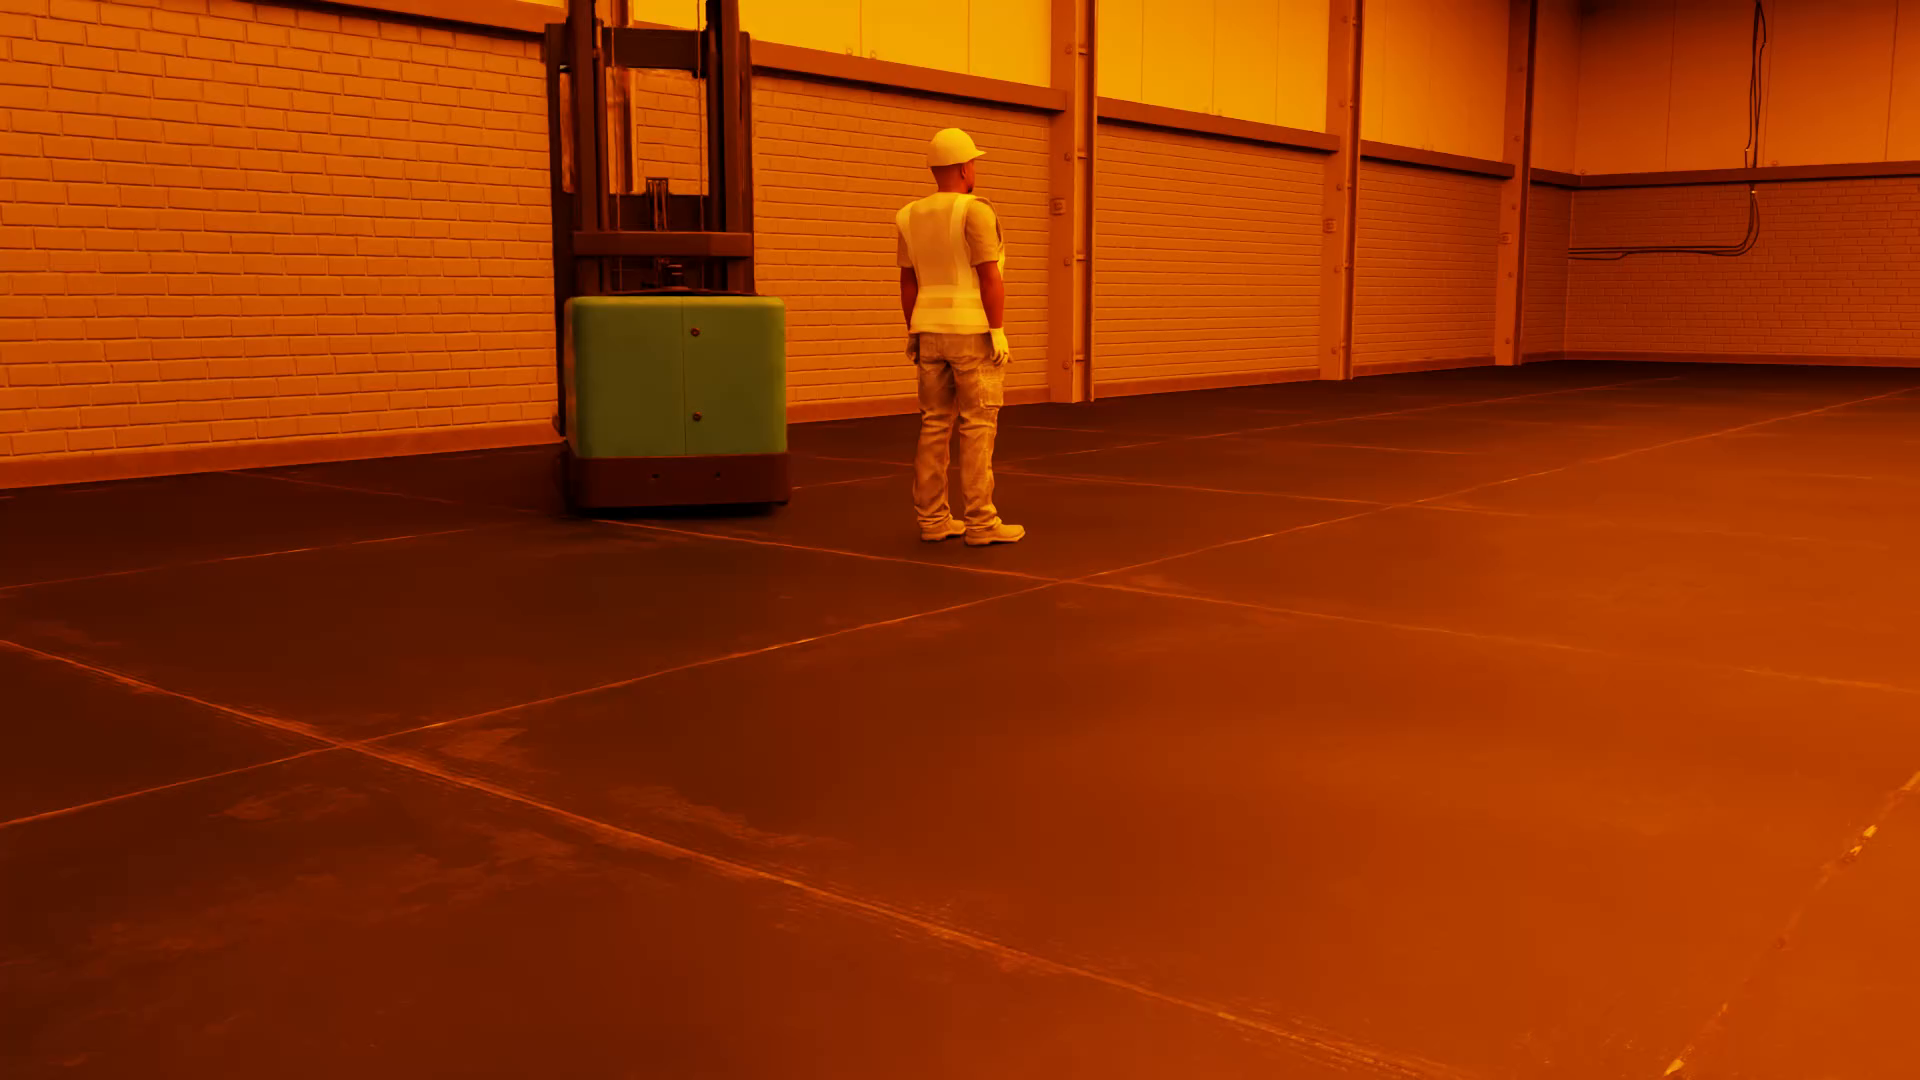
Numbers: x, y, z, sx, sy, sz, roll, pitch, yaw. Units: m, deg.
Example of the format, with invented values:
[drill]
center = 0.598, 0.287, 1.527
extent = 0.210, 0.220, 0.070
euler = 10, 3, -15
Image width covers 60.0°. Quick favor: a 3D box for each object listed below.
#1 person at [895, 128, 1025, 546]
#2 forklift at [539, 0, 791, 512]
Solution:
[person]
center = -0.006, -0.885, 7.286
extent = 0.542, 1.789, 0.382
euler = 7, 11, 38
[forklift]
center = -1.742, -1.760, 9.307
extent = 1.130, 2.935, 3.031
euler = -2, 9, -16
